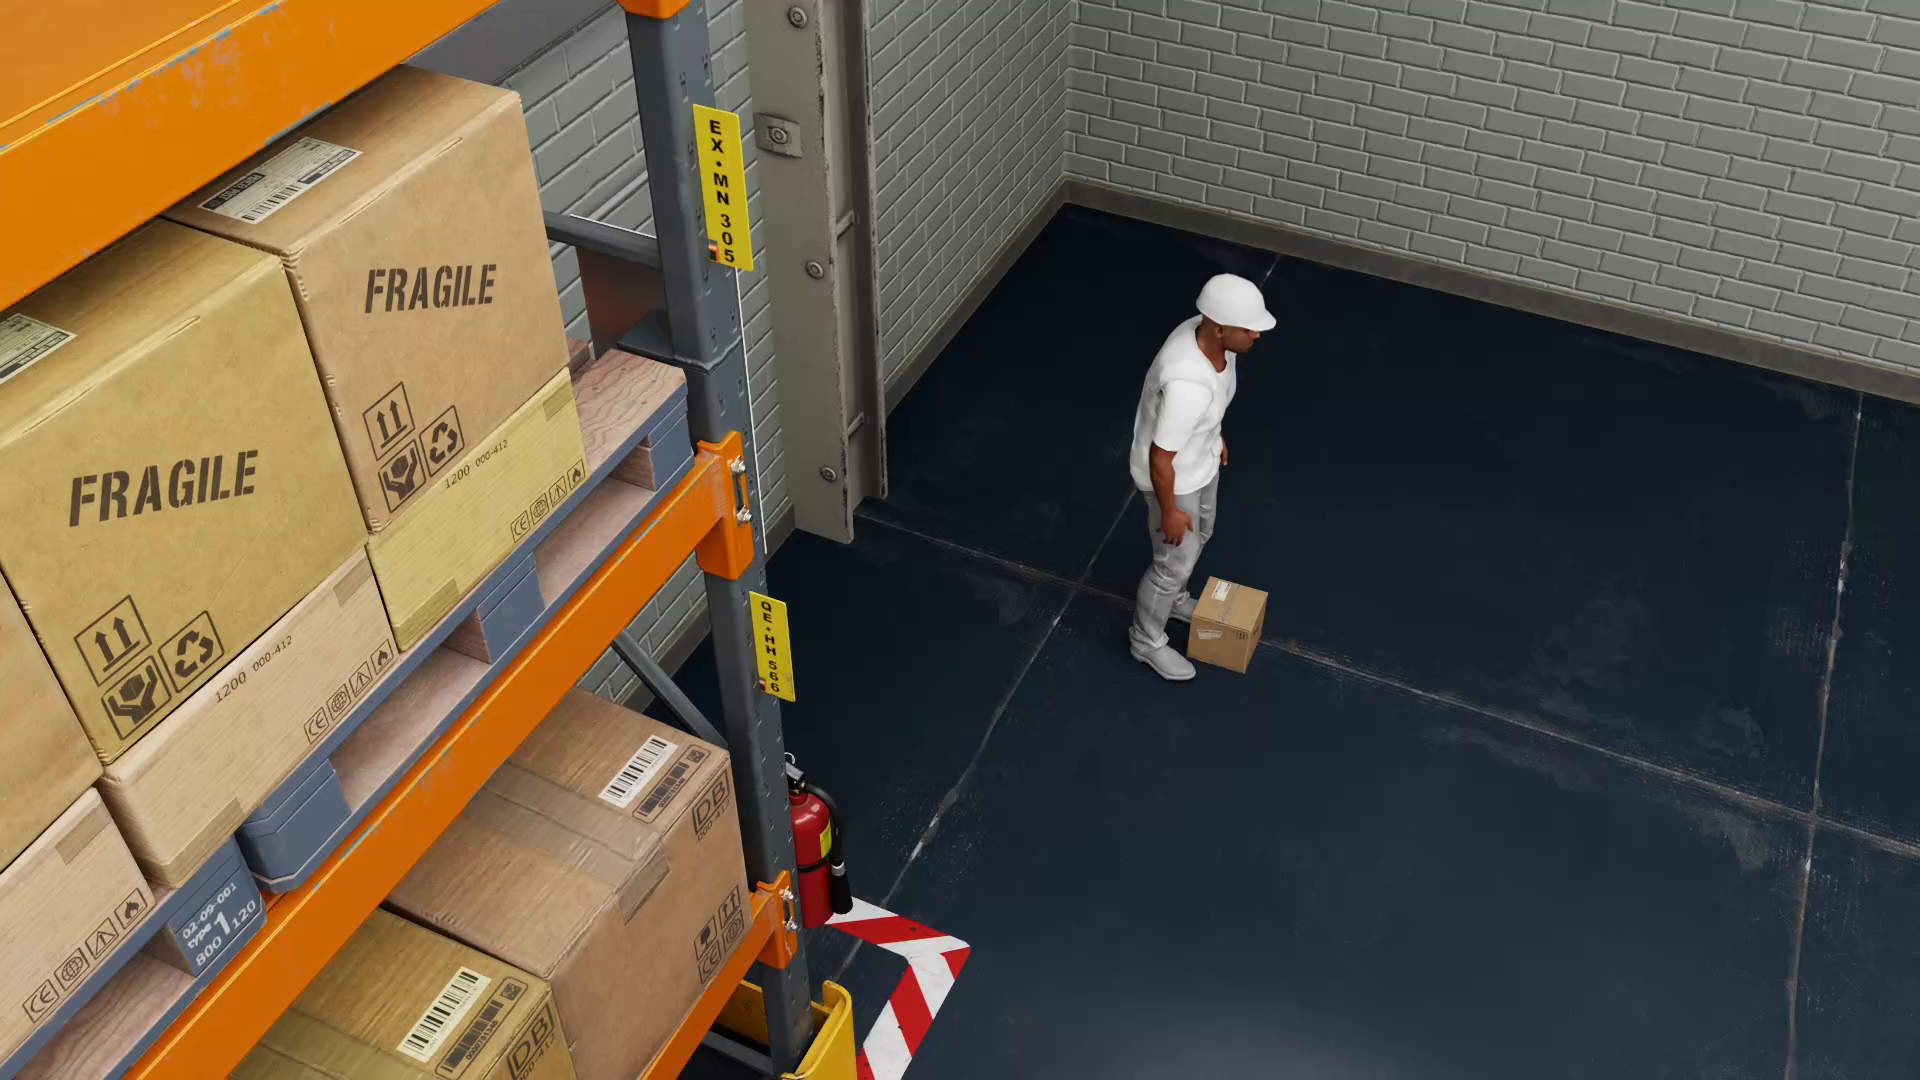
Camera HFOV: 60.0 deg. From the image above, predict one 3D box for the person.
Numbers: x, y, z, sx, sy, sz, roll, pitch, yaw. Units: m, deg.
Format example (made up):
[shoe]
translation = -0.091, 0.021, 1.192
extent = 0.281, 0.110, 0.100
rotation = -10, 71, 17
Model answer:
[person]
translation = 0.899, -0.530, 6.213
extent = 0.463, 1.059, 0.633
rotation = 17, 44, 18
